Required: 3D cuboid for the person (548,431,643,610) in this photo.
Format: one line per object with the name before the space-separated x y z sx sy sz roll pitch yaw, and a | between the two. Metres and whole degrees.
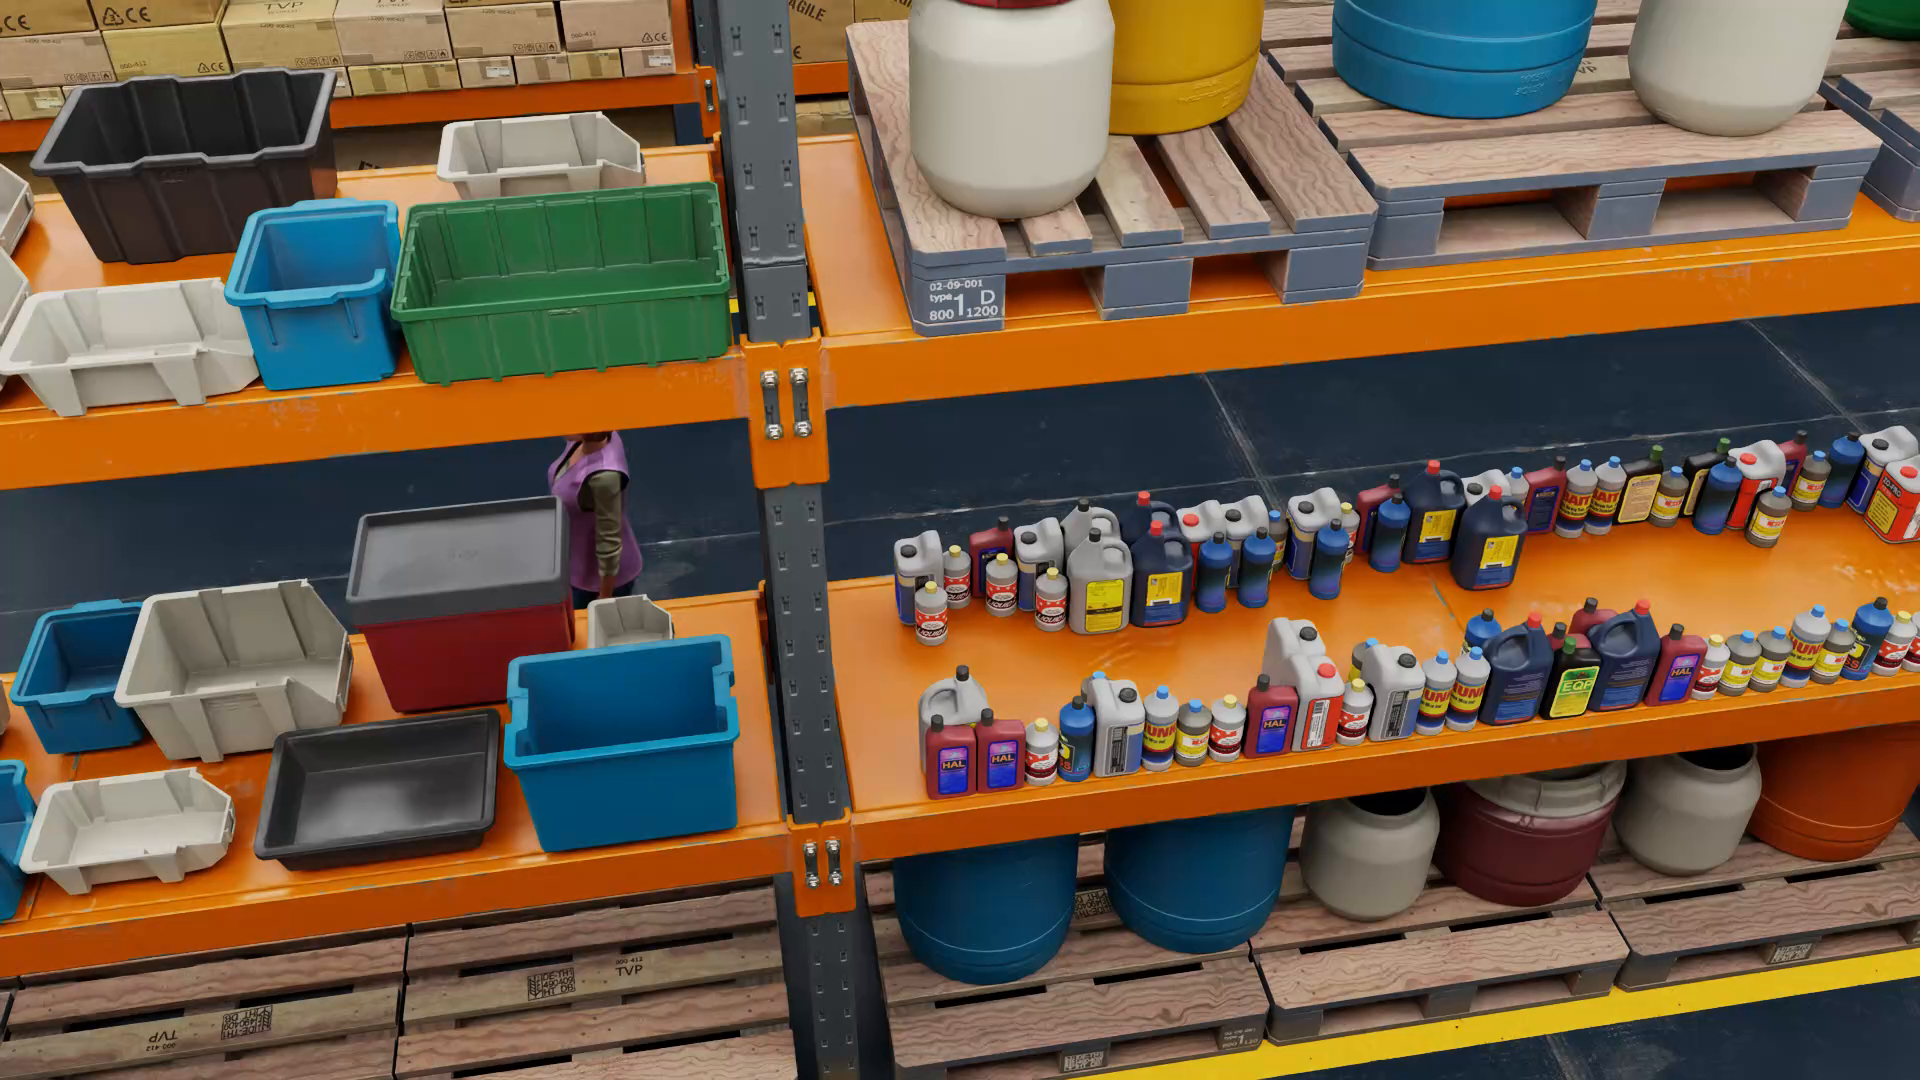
person | -1.325 0.102 6.052 0.635 1.576 0.419 -11 40 -13
